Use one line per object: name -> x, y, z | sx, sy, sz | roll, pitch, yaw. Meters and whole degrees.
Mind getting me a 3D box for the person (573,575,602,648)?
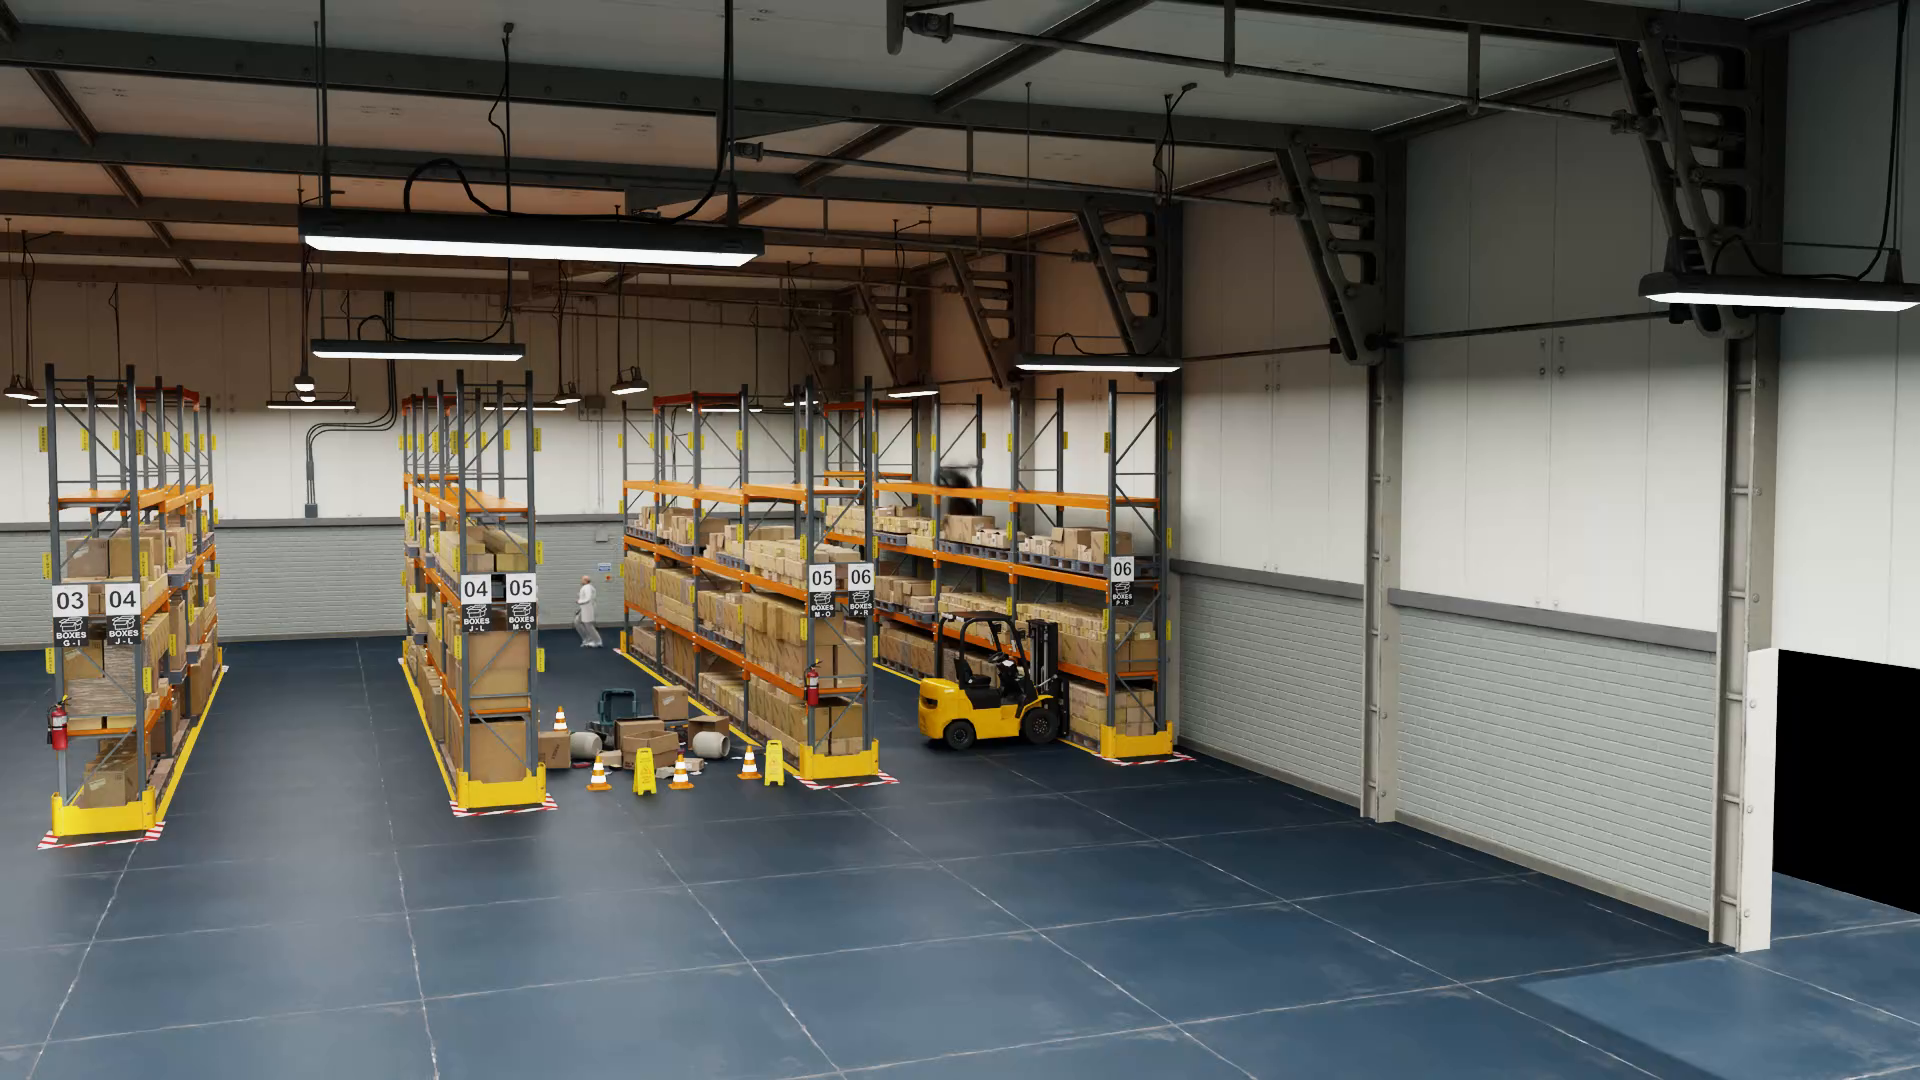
person -> -9.073, 1.756, 40.544 | 0.698, 1.800, 0.729 | -1, 3, -16
